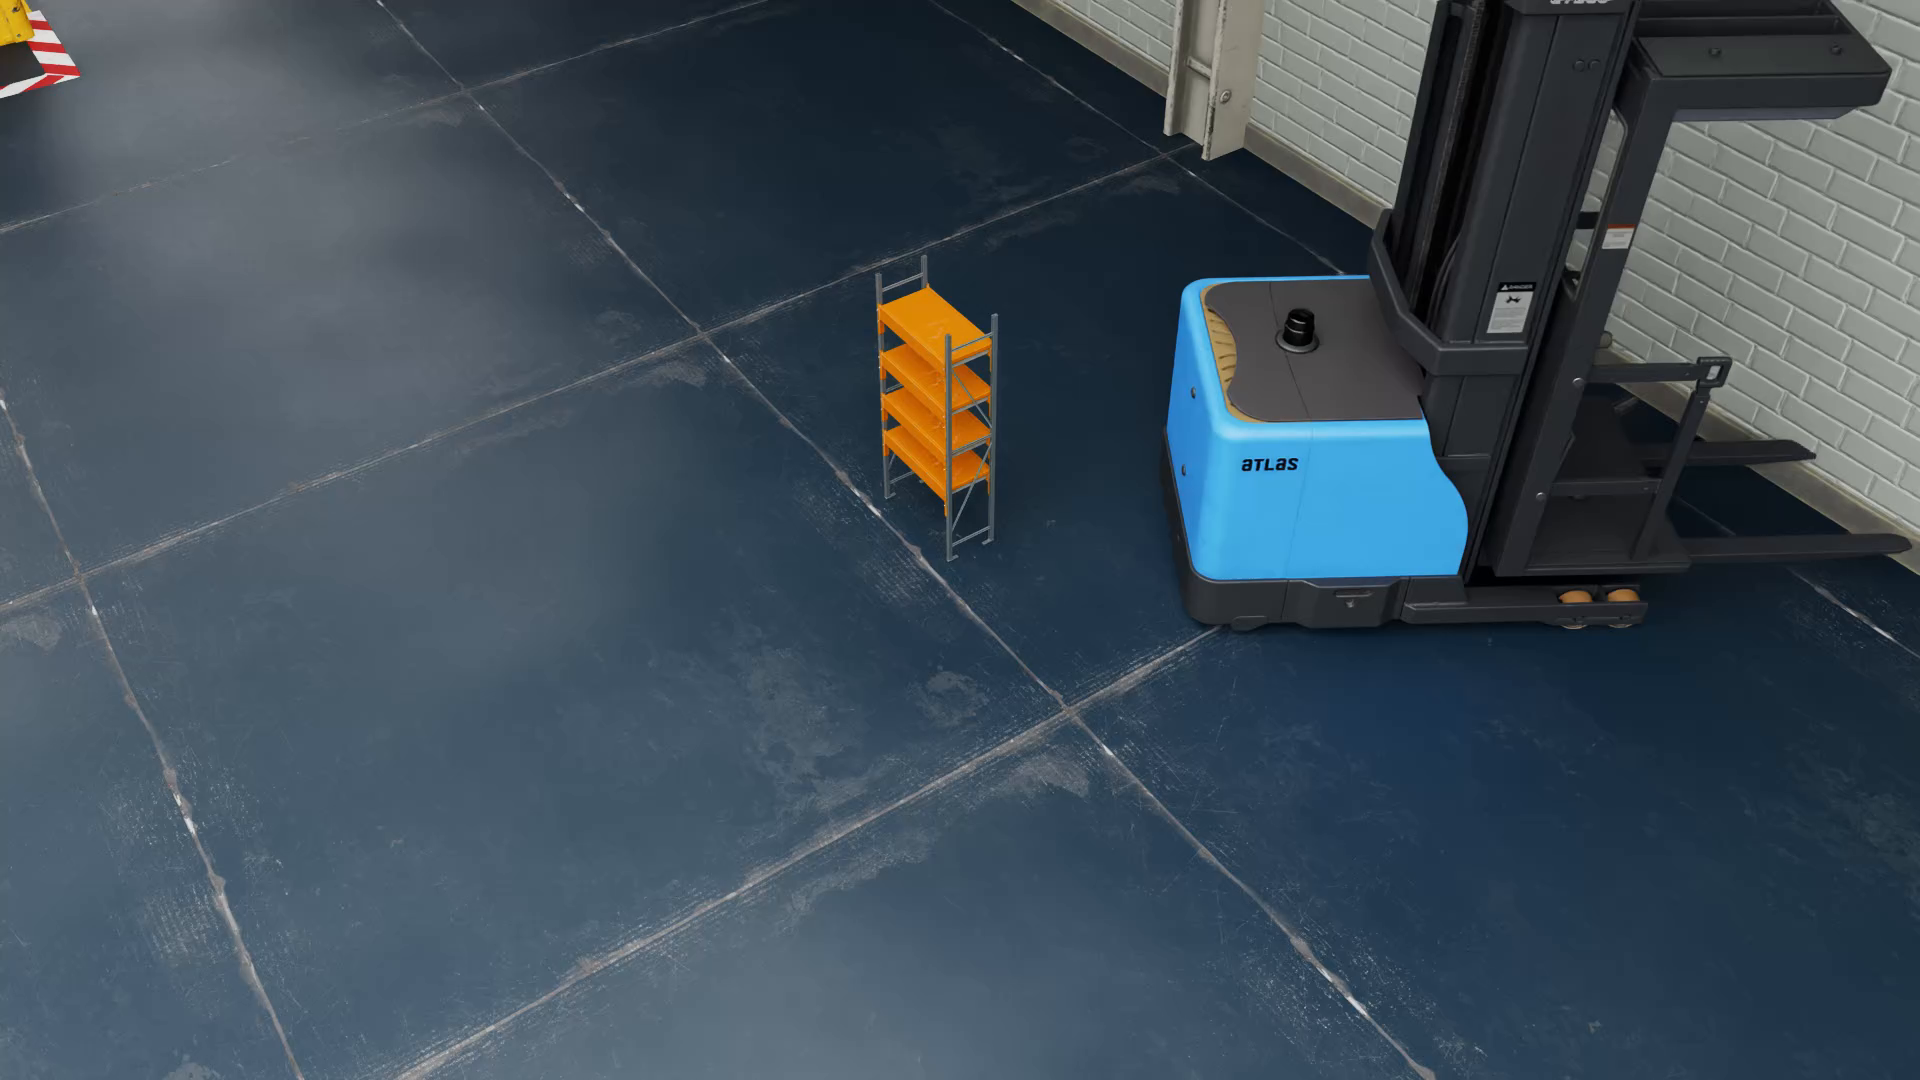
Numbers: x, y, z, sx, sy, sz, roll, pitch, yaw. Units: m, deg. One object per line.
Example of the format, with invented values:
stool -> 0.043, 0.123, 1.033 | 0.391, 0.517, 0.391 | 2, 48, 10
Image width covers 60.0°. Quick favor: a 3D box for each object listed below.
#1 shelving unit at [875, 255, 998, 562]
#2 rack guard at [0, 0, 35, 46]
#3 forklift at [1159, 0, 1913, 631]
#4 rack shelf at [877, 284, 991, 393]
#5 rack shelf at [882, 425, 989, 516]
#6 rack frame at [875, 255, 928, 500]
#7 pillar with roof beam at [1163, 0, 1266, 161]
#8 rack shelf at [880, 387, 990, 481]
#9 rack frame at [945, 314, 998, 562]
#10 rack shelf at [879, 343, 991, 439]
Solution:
shelving unit -> -0.095, -0.528, 6.925 | 0.258, 1.200, 0.503 | -26, 49, -24
rack guard -> -6.459, -3.249, 10.282 | 1.175, 0.500, 0.348 | -26, 49, -24
forklift -> 2.422, -1.061, 6.229 | 3.031, 2.935, 1.130 | -1, 44, -1
rack shelf -> -0.095, -0.812, 6.654 | 0.258, 0.148, 0.480 | -26, 49, -24
rack shelf -> -0.095, -0.335, 7.108 | 0.258, 0.148, 0.480 | -26, 49, -24
rack frame -> -0.234, -0.666, 7.070 | 0.240, 1.200, 0.015 | -26, 49, -24
pillar with roof beam -> -2.104, -3.894, 4.803 | 9.100, 9.000, 0.400 | -26, 49, -24
rack shelf -> -0.095, -0.479, 6.971 | 0.258, 0.148, 0.480 | -26, 49, -24
rack frame -> 0.045, -0.390, 6.780 | 0.240, 1.200, 0.015 | -26, 49, -24
rack shelf -> -0.095, -0.641, 6.817 | 0.258, 0.148, 0.480 | -26, 49, -24
